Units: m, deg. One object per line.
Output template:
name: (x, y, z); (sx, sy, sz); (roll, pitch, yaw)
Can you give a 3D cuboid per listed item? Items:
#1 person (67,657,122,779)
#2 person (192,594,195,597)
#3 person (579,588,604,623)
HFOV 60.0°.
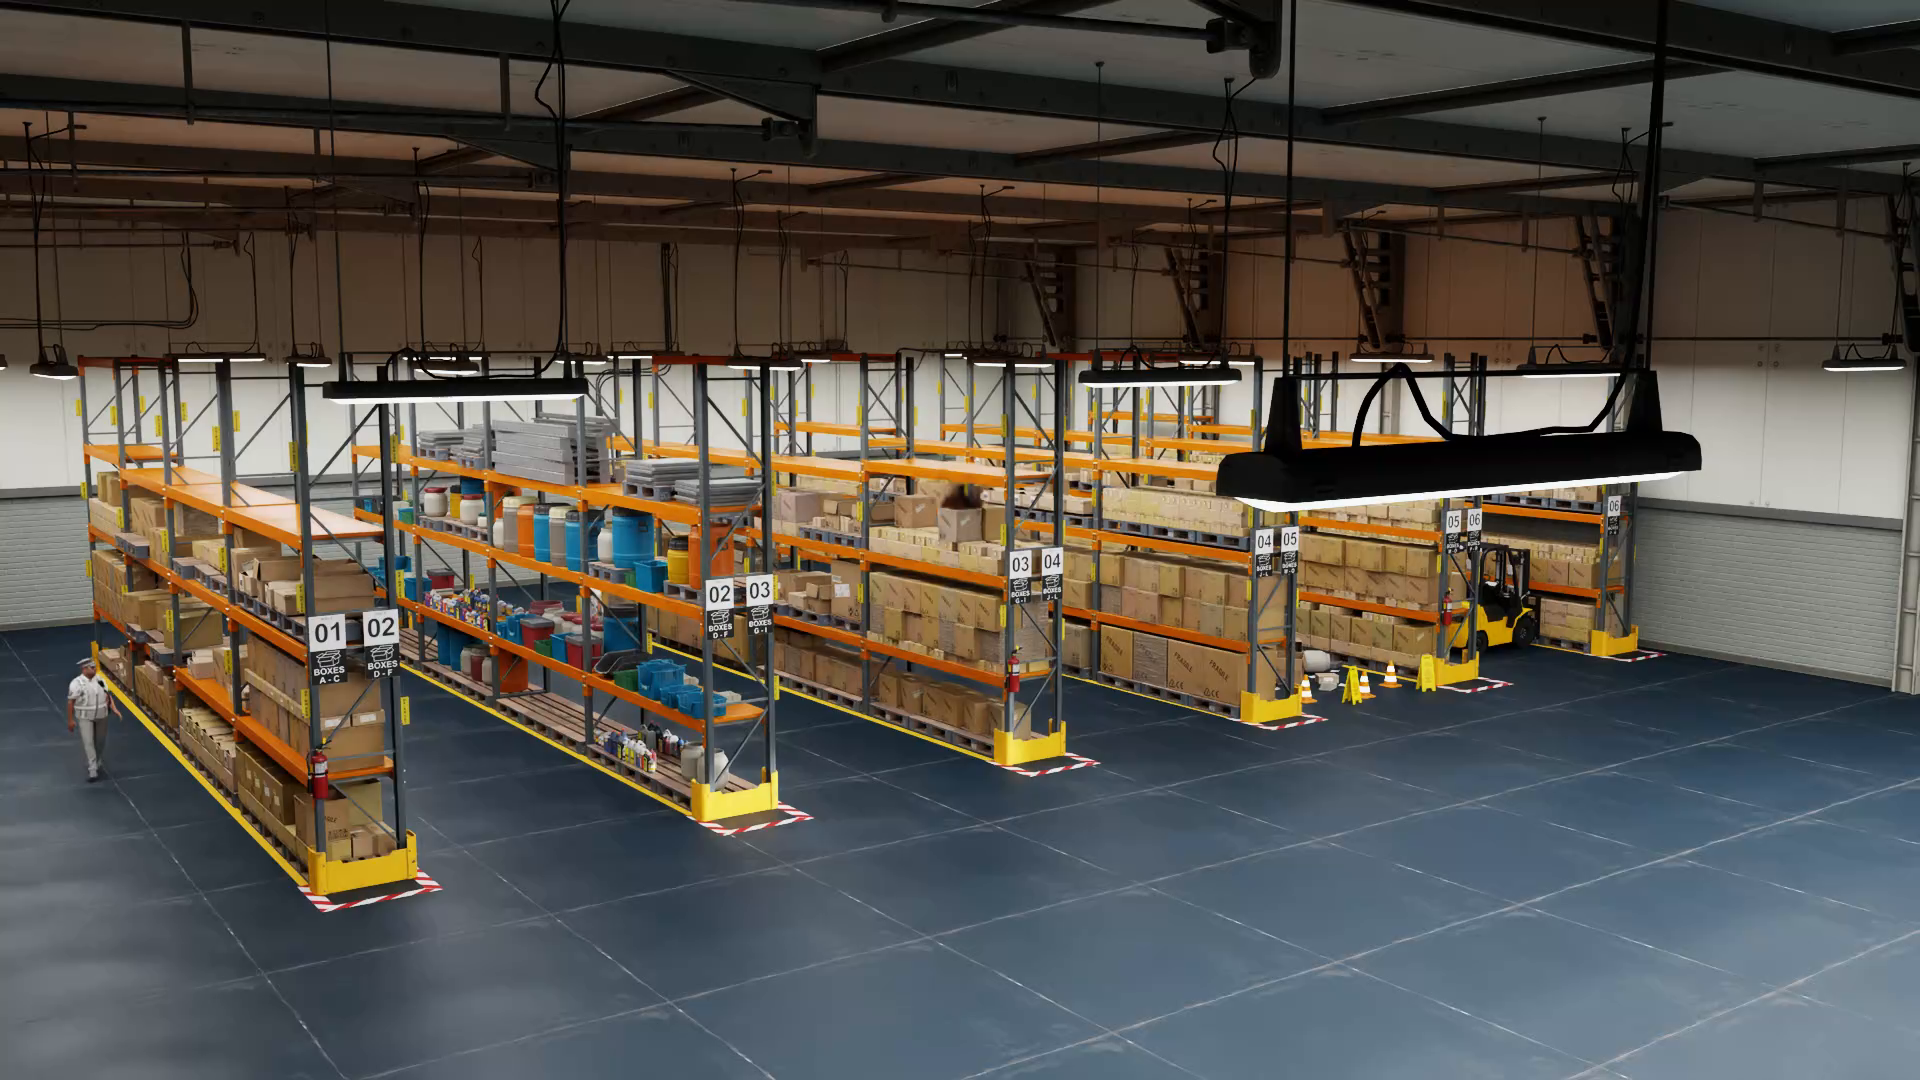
person: (-12.565, 2.541, 24.132); (0.693, 1.718, 1.060); (-5, 9, -37)
person: (-15.323, 1.416, 33.706); (0.541, 1.698, 0.771); (0, 7, -2)
person: (-7.289, 1.519, 32.867); (0.497, 1.674, 0.425); (4, 8, 27)
